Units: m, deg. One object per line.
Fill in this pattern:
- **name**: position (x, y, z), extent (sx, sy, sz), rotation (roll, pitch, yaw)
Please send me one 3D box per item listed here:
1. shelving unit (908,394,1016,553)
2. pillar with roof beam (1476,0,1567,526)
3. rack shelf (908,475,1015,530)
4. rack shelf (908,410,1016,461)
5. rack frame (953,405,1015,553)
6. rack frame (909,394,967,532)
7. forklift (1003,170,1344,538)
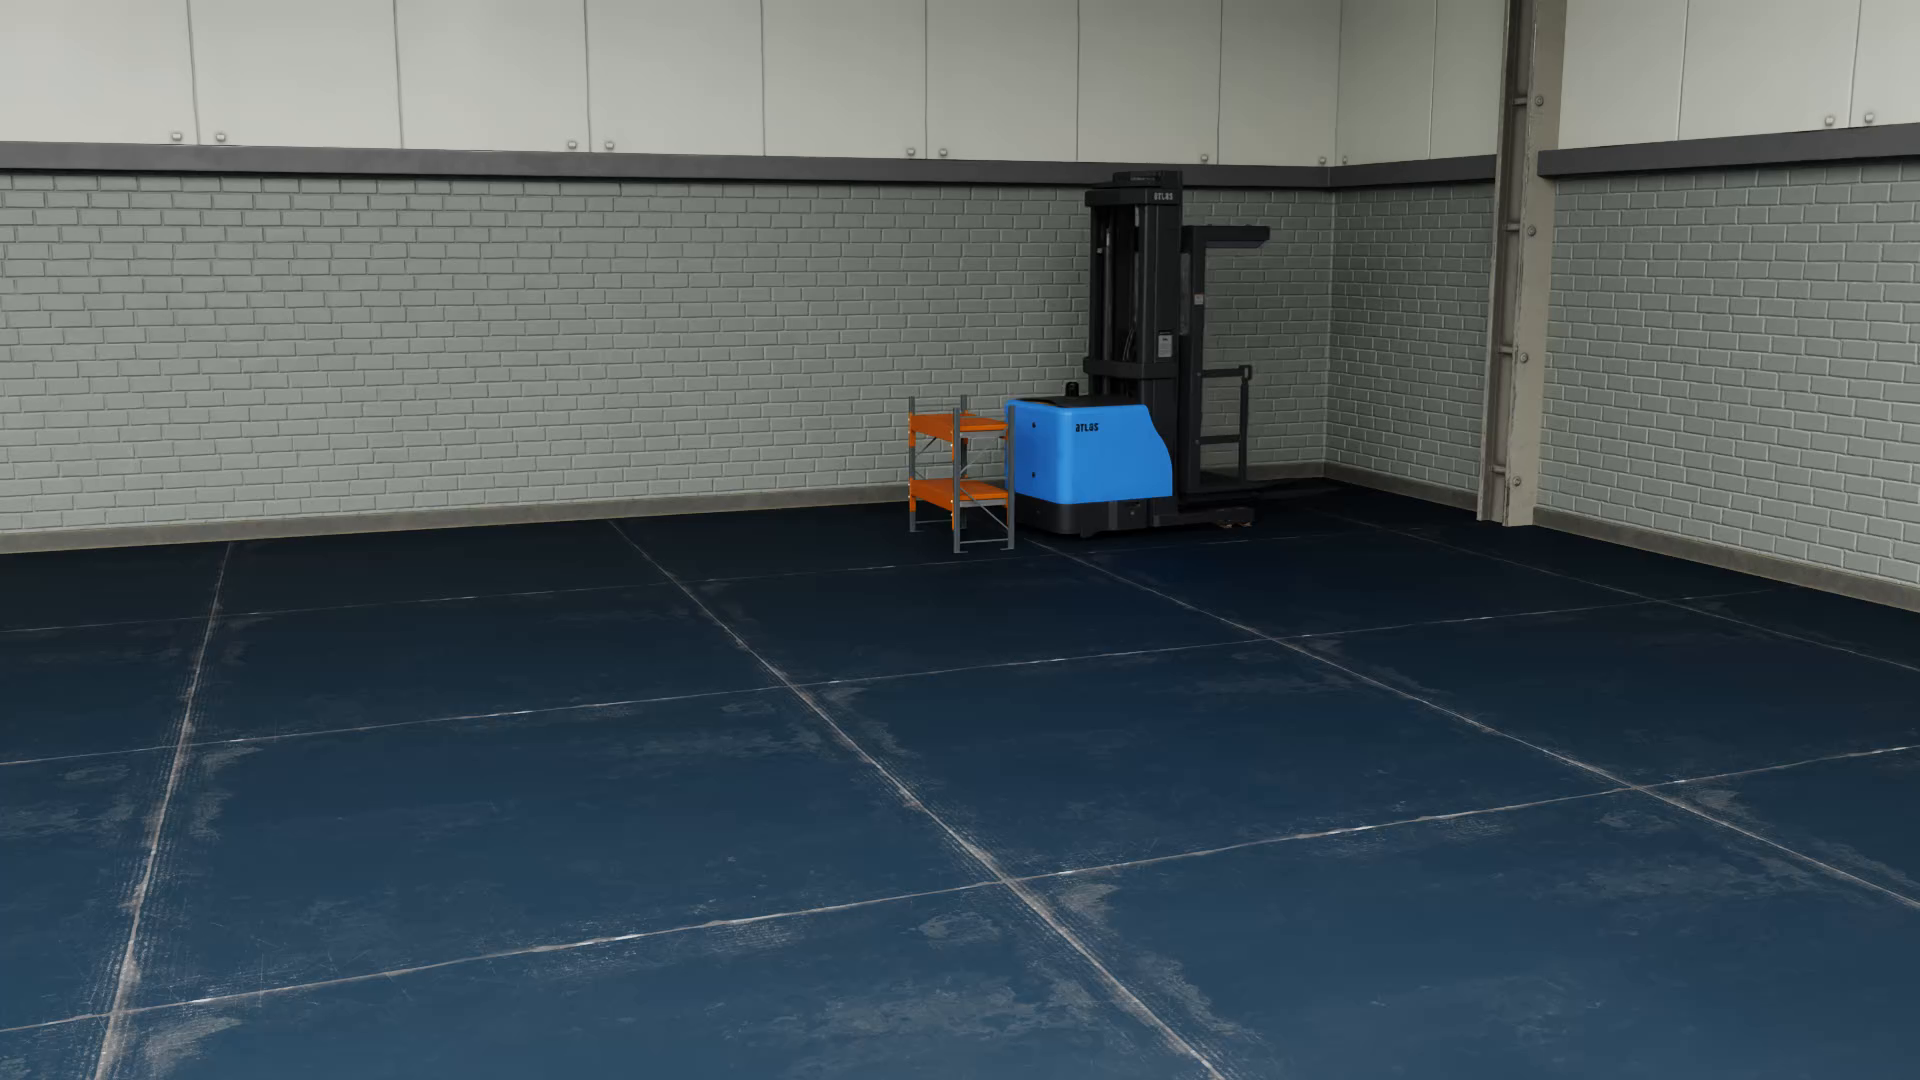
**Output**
- **shelving unit**: position (0.002, -0.553, 13.315), extent (0.538, 1.125, 1.048), rotation (-4, 11, -21)
- **pillar with roof beam**: position (0.679, -4.313, 11.974), extent (9.100, 9.000, 0.400), rotation (-4, 11, -21)
- **rack shelf**: position (0.002, -0.312, 13.358), extent (0.538, 0.278, 1.000), rotation (-4, 11, -21)
- **rack shelf**: position (0.002, -0.841, 13.264), extent (0.538, 0.278, 1.000), rotation (-4, 11, -21)
- **rack frame**: position (0.187, -0.470, 12.849), extent (0.500, 1.125, 0.032), rotation (-4, 11, -21)
- **rack frame**: position (-0.182, -0.636, 13.782), extent (0.500, 1.125, 0.032), rotation (-4, 11, -21)
- **forklift**: position (1.912, -1.614, 14.126), extent (3.031, 2.935, 1.130), rotation (-5, 11, -27)
